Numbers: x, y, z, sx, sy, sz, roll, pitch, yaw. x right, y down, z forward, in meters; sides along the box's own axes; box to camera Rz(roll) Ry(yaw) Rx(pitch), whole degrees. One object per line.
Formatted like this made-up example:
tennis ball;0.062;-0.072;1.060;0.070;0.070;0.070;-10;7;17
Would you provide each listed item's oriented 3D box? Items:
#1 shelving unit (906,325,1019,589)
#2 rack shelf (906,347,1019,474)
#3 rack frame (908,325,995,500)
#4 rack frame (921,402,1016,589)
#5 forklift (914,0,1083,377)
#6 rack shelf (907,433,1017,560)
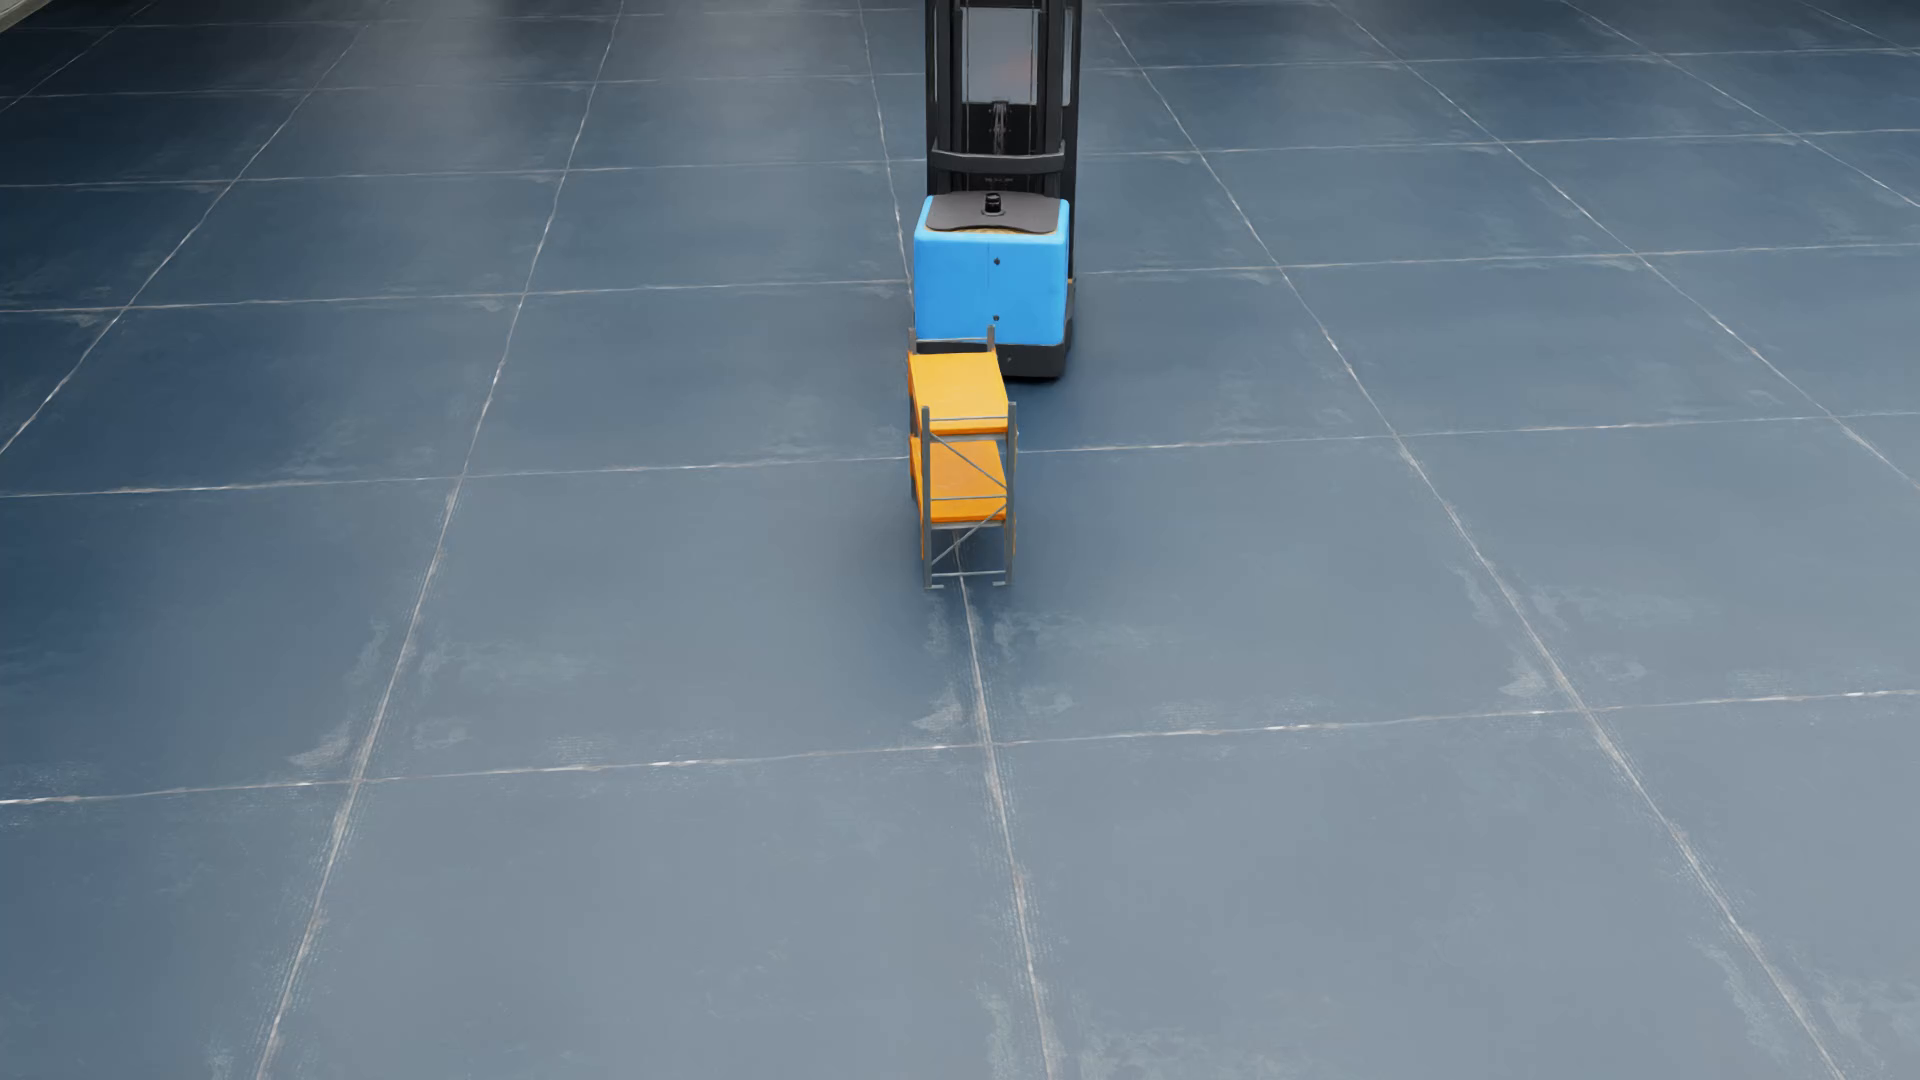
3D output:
shelving unit;-0.001;-0.486;9.467;0.538;1.125;1.048;-3;31;-5
rack shelf;-0.001;-0.738;9.317;0.538;0.278;1.000;-3;31;-5
rack frame;-0.048;-0.746;9.902;0.500;1.125;0.032;-3;31;-5
rack frame;0.047;-0.227;9.033;0.500;1.125;0.032;-3;31;-5
forklift;0.324;-3.113;12.103;1.130;2.935;3.031;3;31;4
rack shelf;-0.001;-0.276;9.593;0.538;0.278;1.000;-3;31;-5
